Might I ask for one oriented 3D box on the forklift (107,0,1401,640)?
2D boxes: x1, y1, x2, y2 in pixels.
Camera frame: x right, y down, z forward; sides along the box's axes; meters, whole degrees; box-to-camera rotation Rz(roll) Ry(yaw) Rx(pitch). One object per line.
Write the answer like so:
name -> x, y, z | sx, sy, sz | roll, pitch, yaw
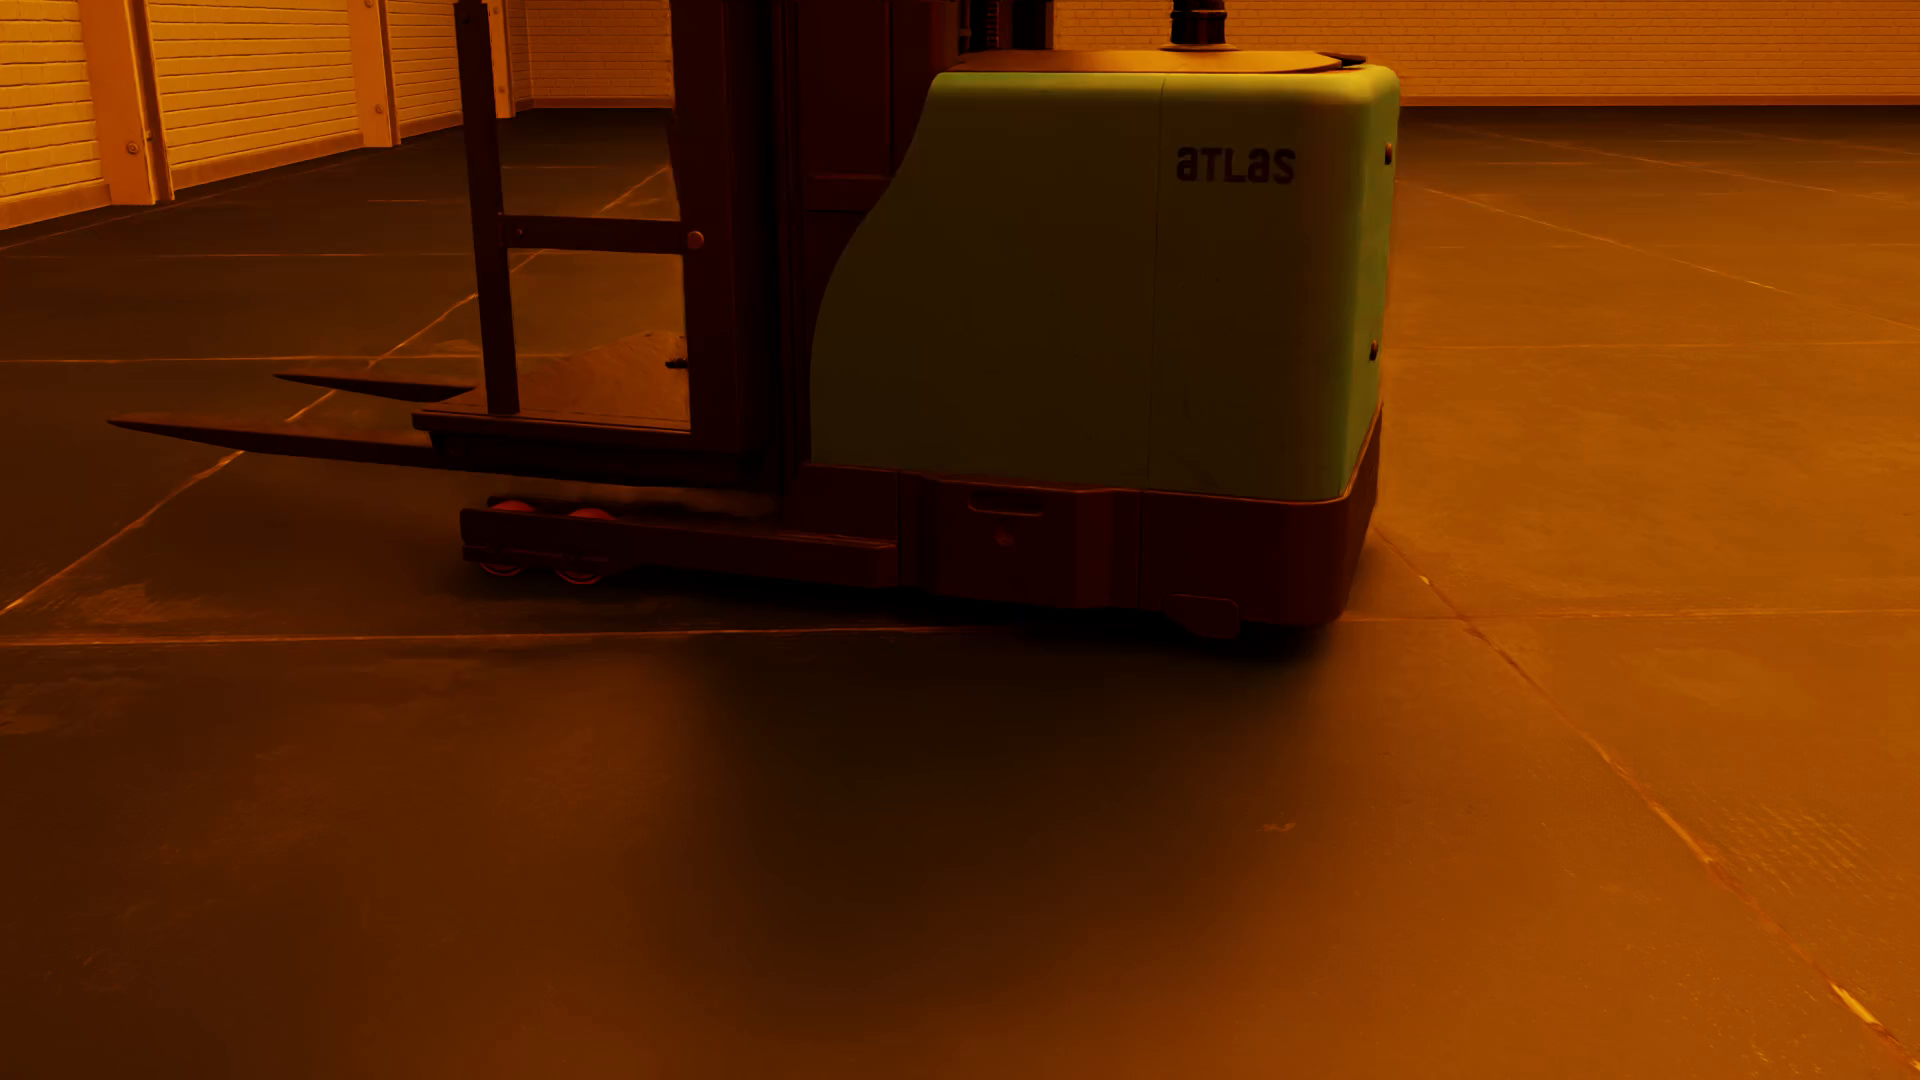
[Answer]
forklift -> -0.578, -1.444, 3.627 | 3.031, 2.935, 1.130 | 5, 18, 17
